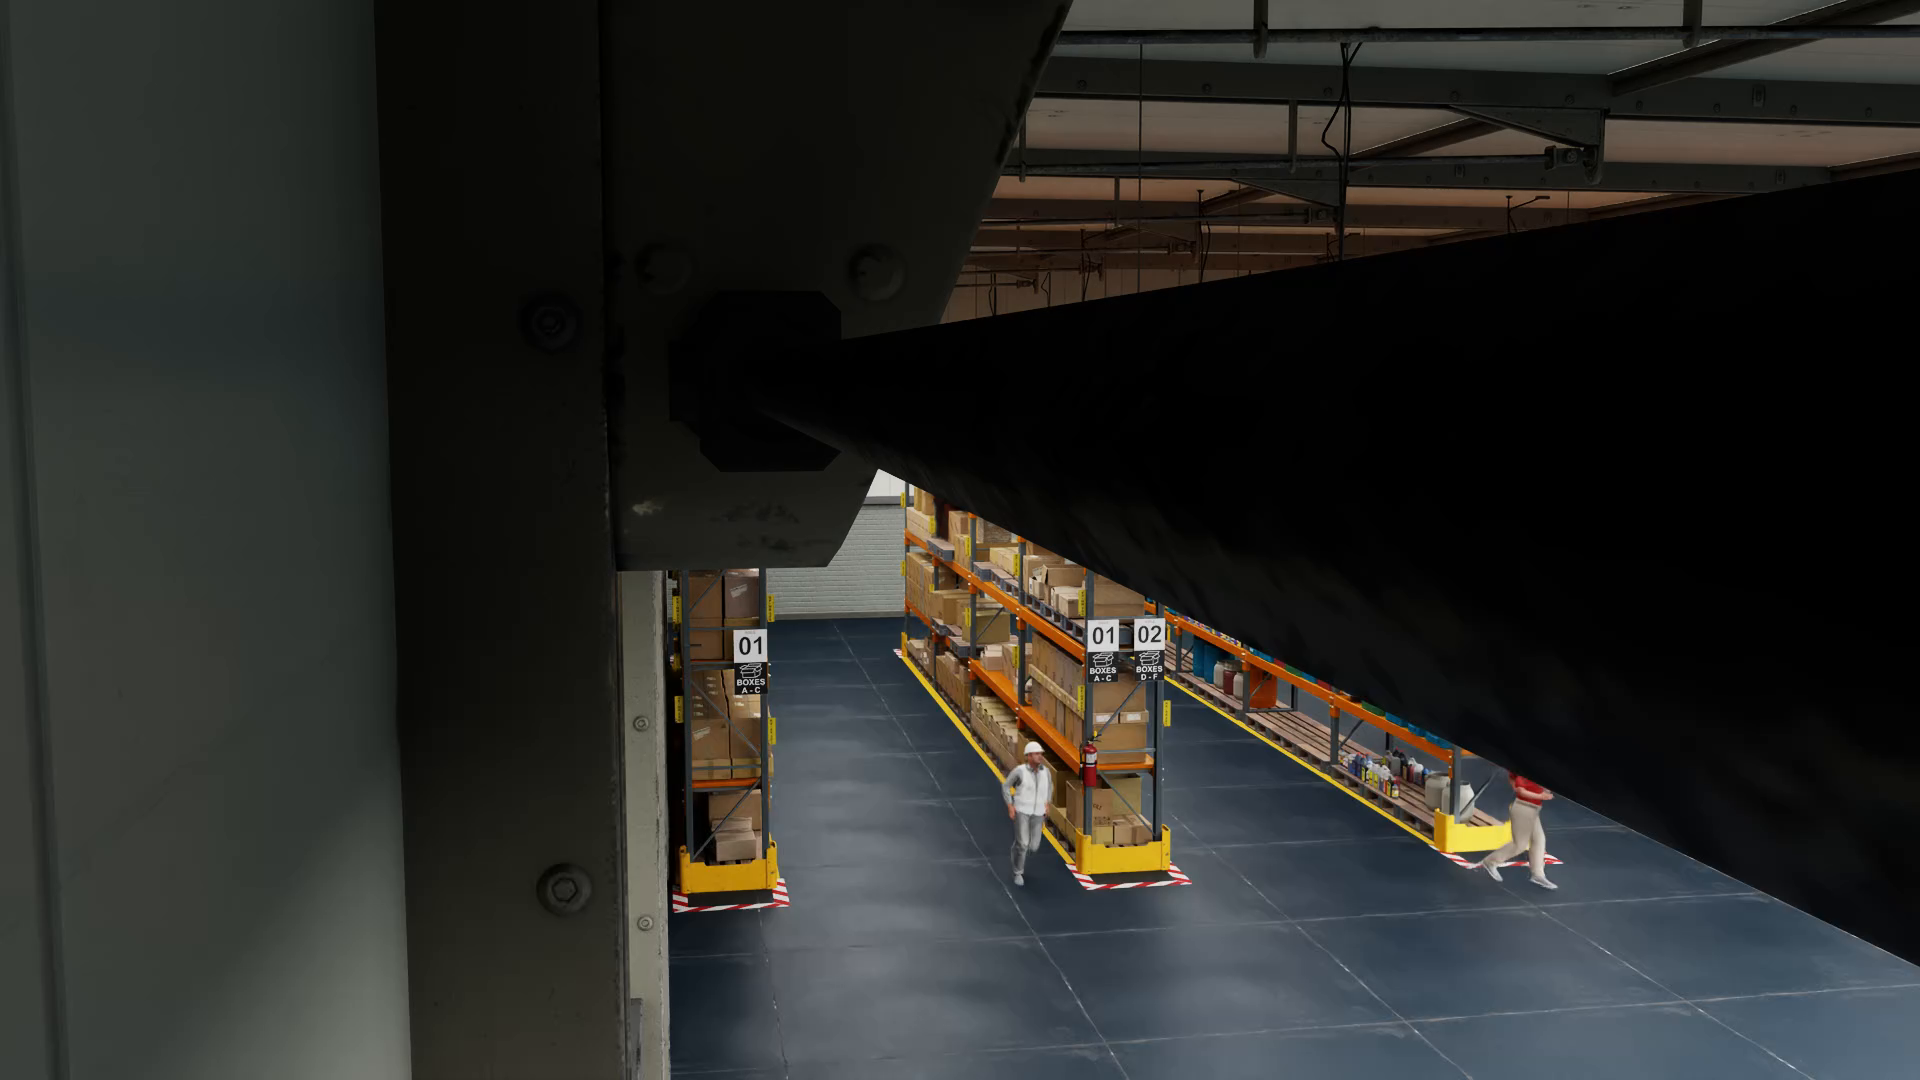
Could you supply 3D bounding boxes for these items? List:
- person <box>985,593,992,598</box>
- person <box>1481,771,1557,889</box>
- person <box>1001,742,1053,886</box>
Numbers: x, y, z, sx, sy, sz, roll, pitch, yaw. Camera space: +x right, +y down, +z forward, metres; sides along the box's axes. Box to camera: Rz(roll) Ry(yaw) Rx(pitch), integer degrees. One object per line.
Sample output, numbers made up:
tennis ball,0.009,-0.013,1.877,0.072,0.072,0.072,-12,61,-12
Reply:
person,0.502,1.581,37.696,0.897,1.715,0.705,3,7,28
person,6.890,3.372,20.398,0.894,1.747,0.668,2,6,23
person,0.841,3.358,20.644,0.697,1.735,0.632,-2,6,-22
